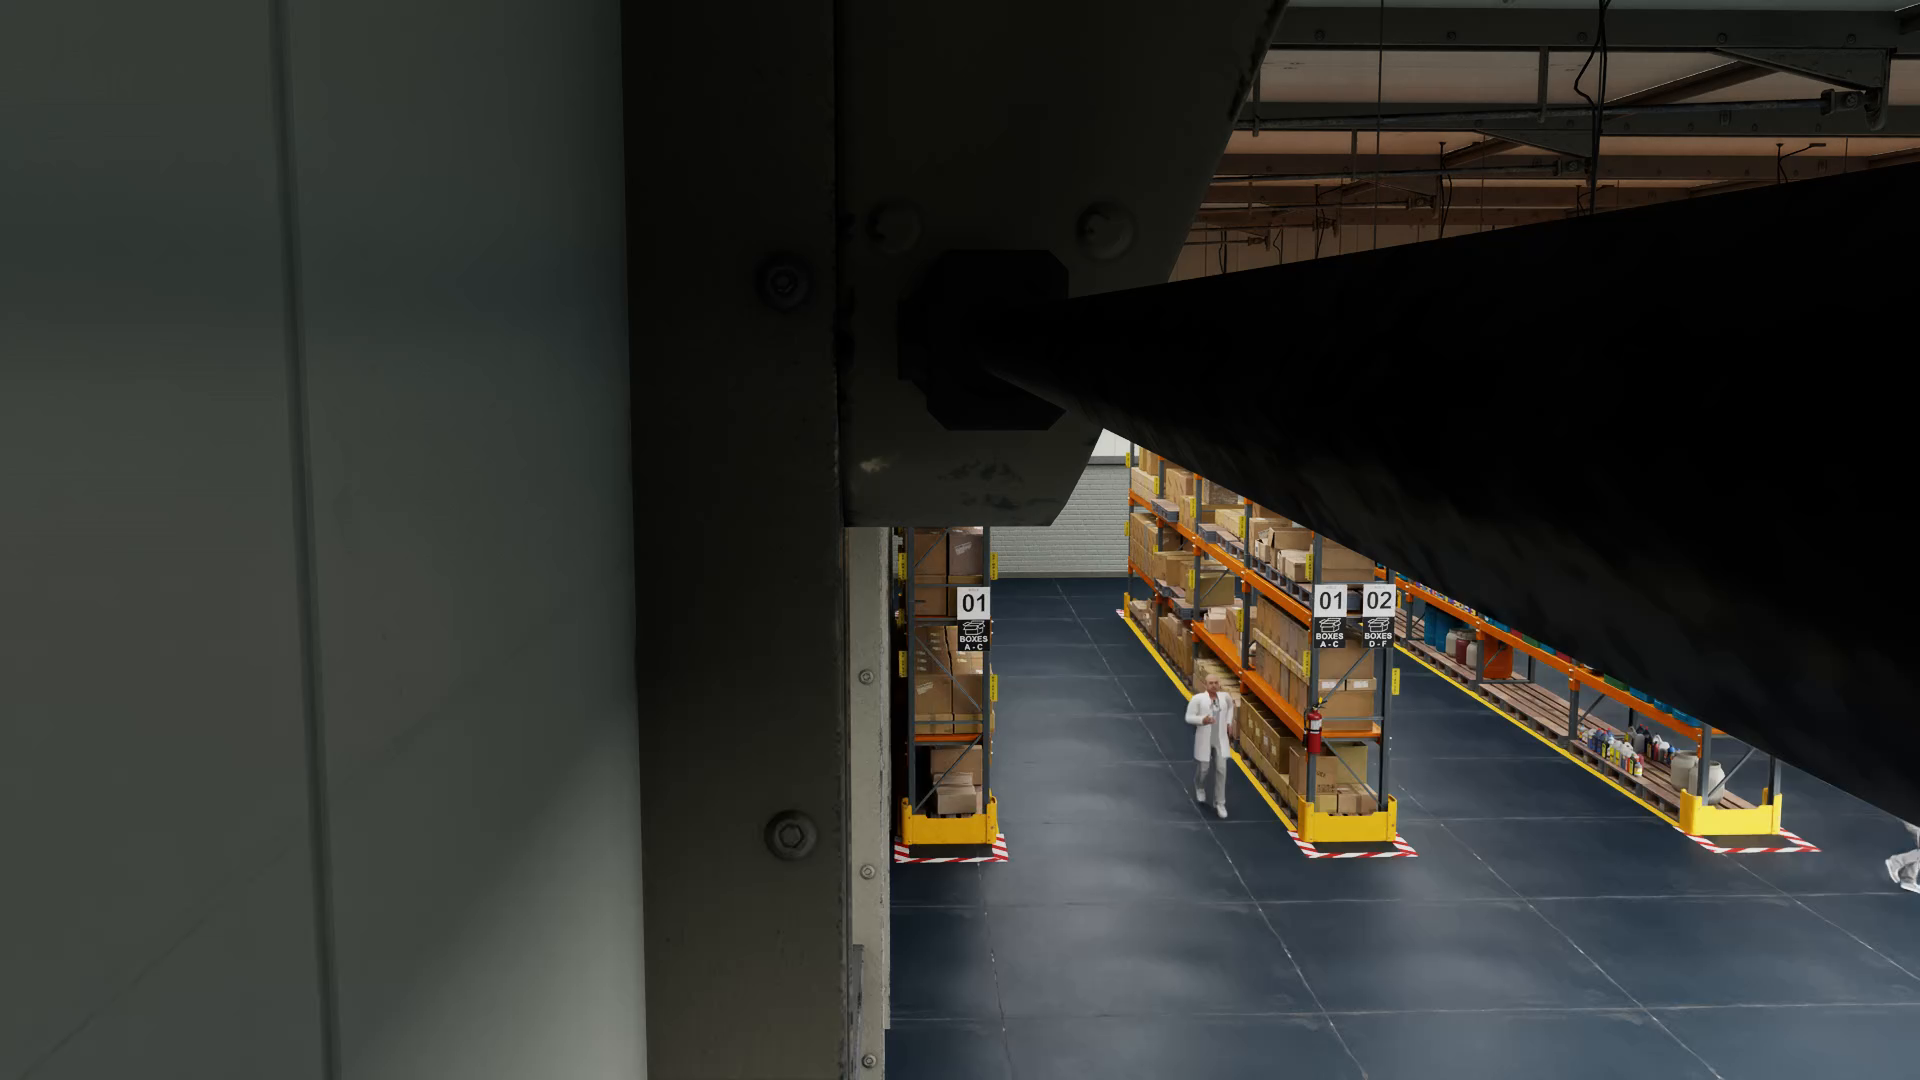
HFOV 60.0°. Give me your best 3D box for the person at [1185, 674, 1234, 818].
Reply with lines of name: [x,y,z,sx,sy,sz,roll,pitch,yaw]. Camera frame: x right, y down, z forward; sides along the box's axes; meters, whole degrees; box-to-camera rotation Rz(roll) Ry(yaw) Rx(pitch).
person: [3.287,2.742,21.759,0.708,1.576,1.000,-1,7,-6]

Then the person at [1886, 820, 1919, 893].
person: [10.773,3.189,18.692,0.572,1.559,0.528,5,9,33]
